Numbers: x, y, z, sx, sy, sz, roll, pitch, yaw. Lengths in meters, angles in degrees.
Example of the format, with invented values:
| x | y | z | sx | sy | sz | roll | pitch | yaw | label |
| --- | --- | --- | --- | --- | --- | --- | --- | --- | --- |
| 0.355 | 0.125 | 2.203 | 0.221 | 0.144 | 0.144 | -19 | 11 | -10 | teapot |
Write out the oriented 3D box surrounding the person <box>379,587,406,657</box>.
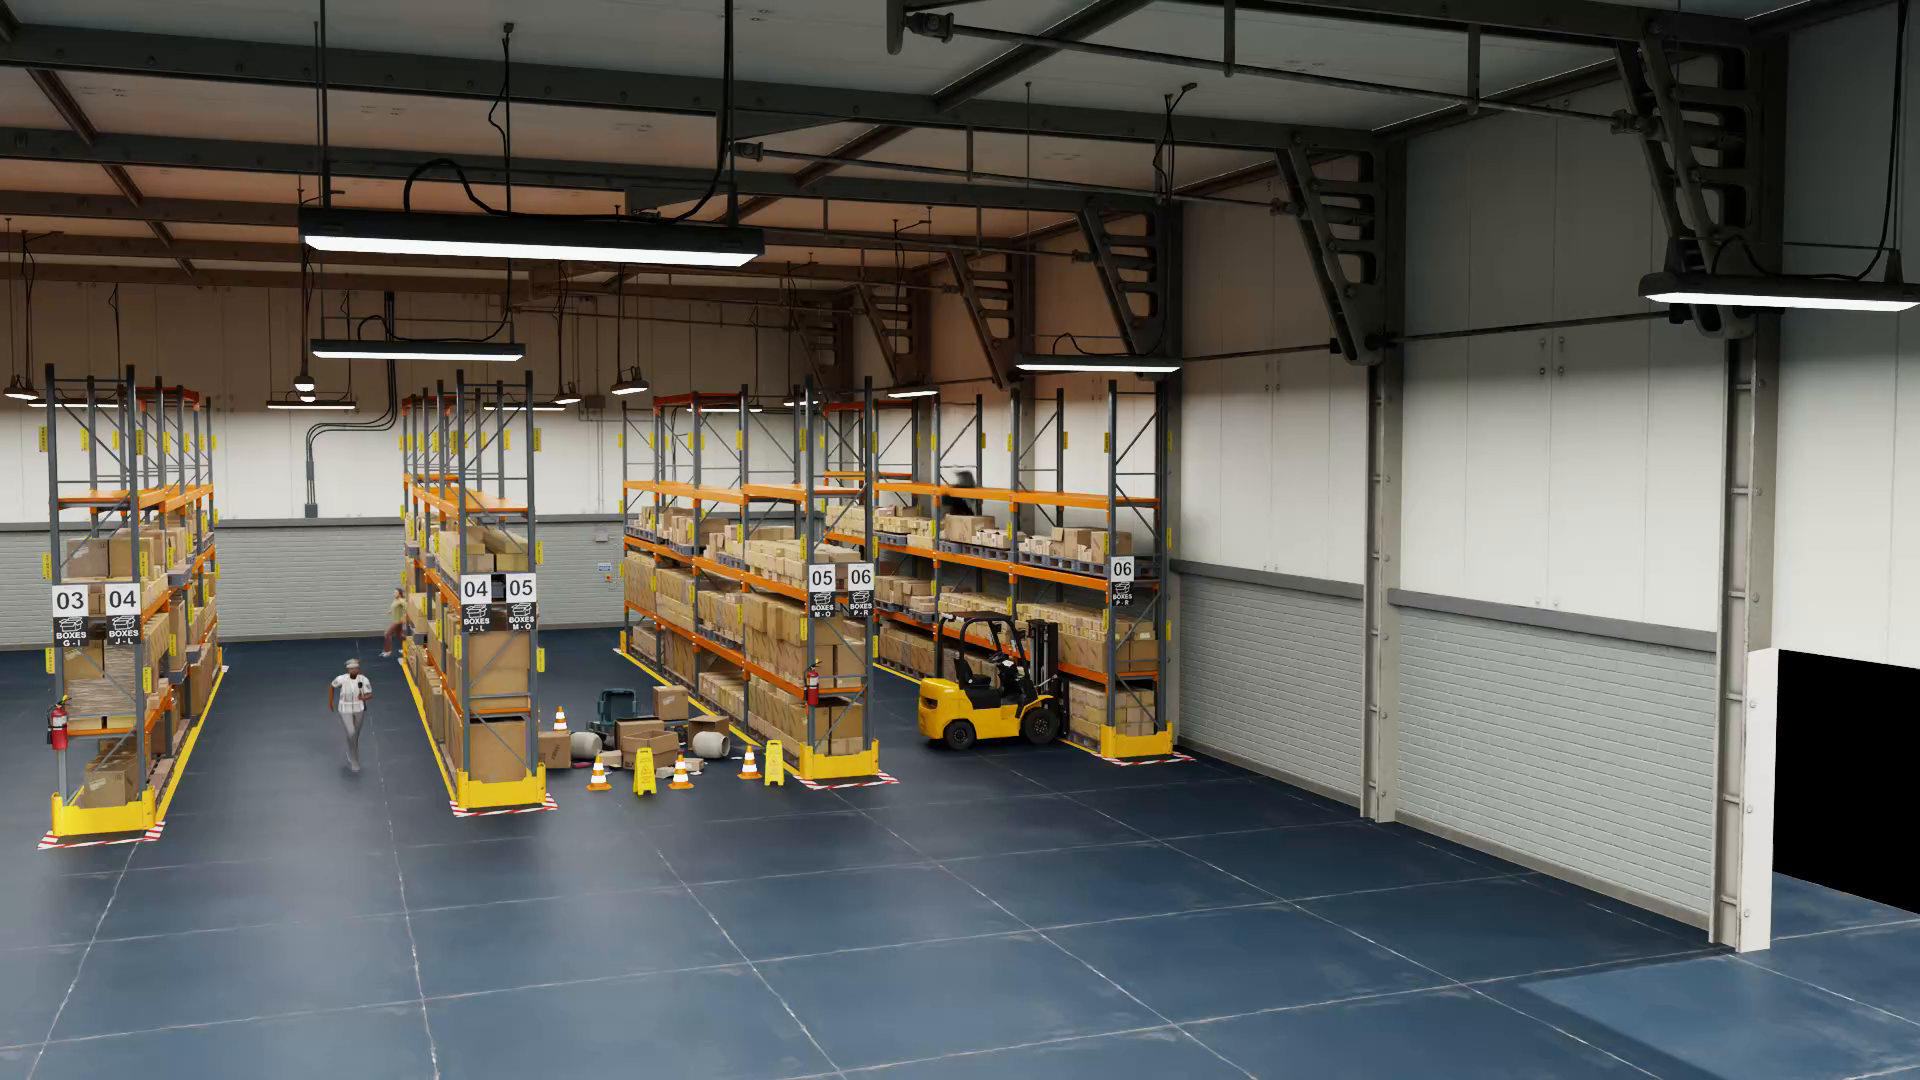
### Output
| x | y | z | sx | sy | sz | roll | pitch | yaw | label |
| --- | --- | --- | --- | --- | --- | --- | --- | --- | --- |
| -13.151 | 1.918 | 38.849 | 0.752 | 1.650 | 0.725 | -2 | 4 | -33 | person |

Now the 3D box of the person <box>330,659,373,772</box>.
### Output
| x | y | z | sx | sy | sz | roll | pitch | yaw | label |
| --- | --- | --- | --- | --- | --- | --- | --- | --- | --- |
| -9.364 | 2.675 | 25.603 | 0.599 | 1.736 | 0.816 | -2 | 4 | -28 | person |
